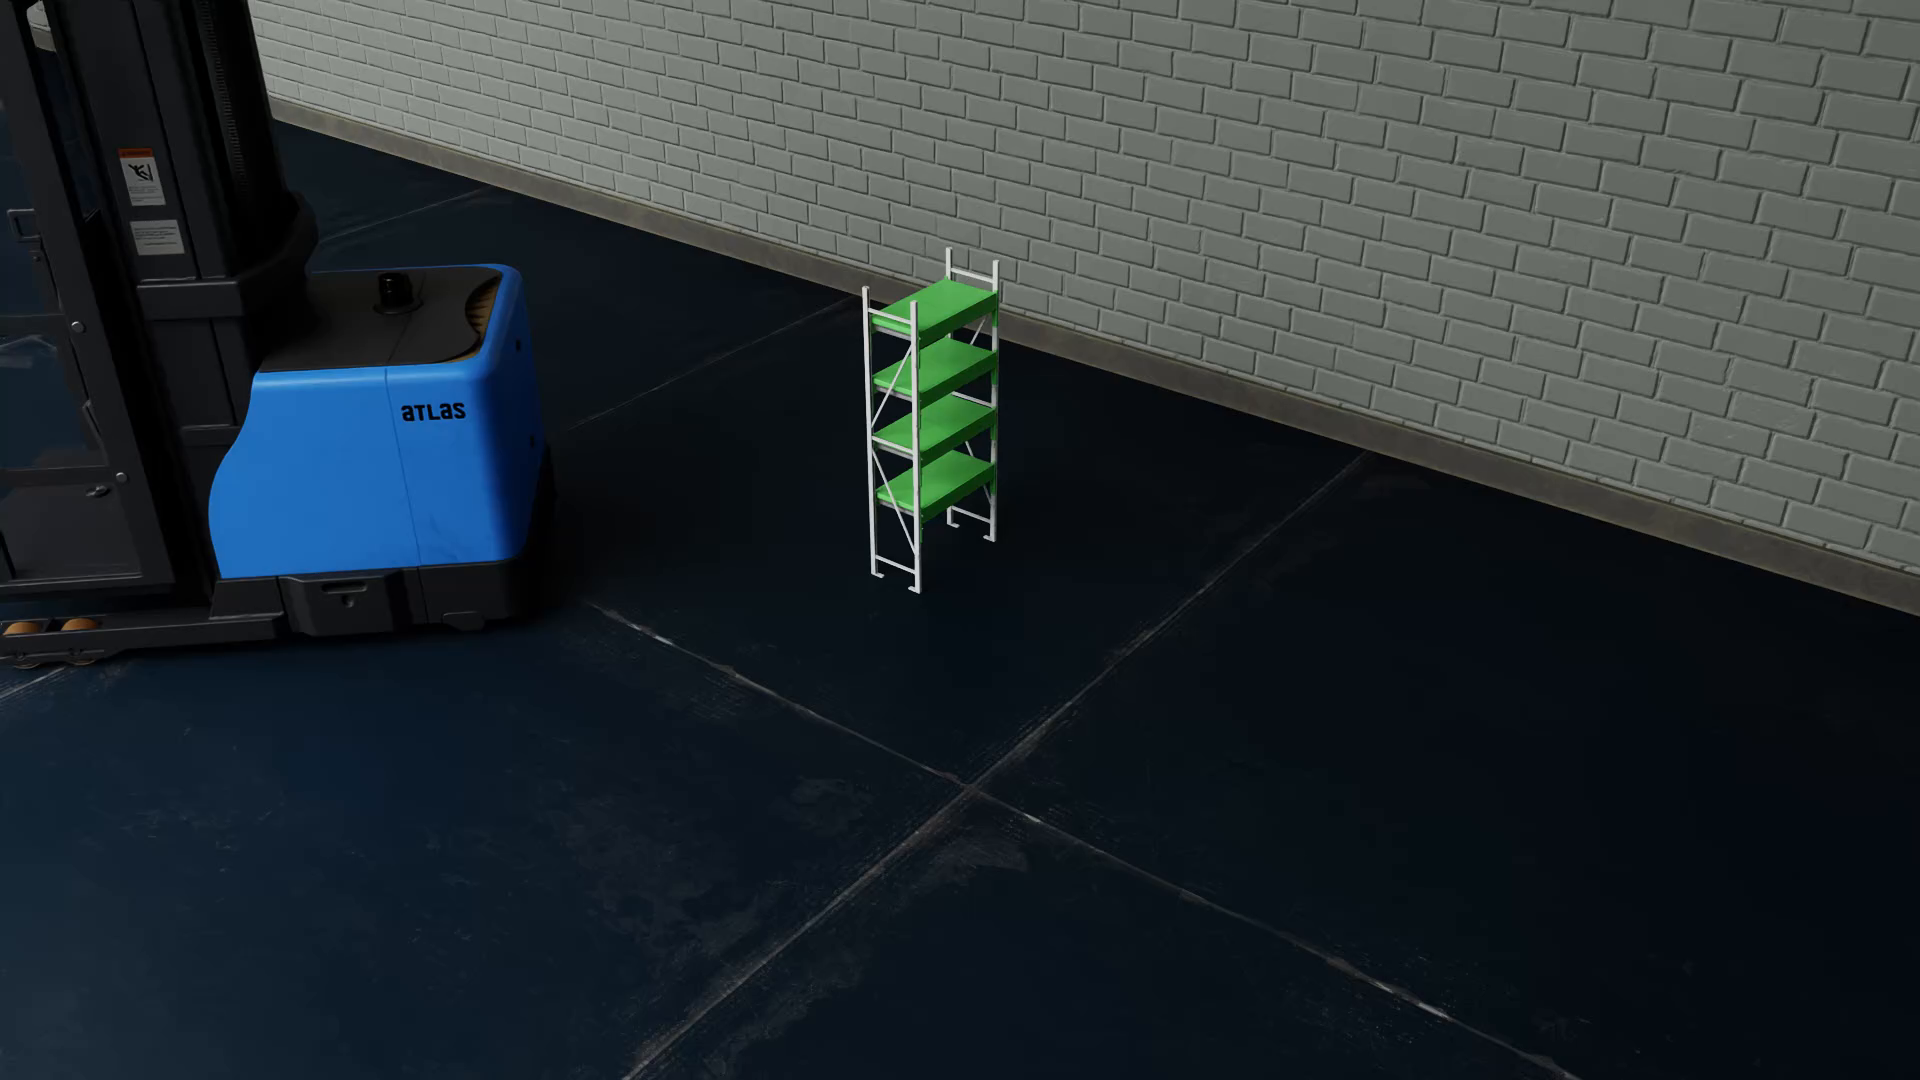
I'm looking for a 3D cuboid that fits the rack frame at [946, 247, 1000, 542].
[{"bbox_3d":[0.047,-0.548,6.498,0.240,1.200,0.015,21,37,31],"label":"rack frame"}]

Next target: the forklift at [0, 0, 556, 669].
[{"bbox_3d":[-3.137,-1.085,5.706,3.031,2.935,1.130,-4,31,-6],"label":"forklift"}]

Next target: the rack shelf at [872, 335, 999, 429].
[{"bbox_3d":[-0.100,-0.600,6.241,0.258,0.148,0.480,21,37,31],"label":"rack shelf"}]

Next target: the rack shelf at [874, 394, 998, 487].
[{"bbox_3d":[-0.100,-0.394,6.363,0.258,0.148,0.480,21,37,31],"label":"rack shelf"}]

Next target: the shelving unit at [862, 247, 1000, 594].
[{"bbox_3d":[-0.100,-0.449,6.331,0.258,1.200,0.503,21,37,31],"label":"shelving unit"}]

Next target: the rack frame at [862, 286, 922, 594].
[{"bbox_3d":[-0.247,-0.350,6.163,0.240,1.200,0.015,21,37,31],"label":"rack frame"}]

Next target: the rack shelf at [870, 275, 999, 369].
[{"bbox_3d":[-0.100,-0.807,6.118,0.258,0.148,0.480,21,37,31],"label":"rack shelf"}]

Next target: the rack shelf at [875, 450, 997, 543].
[{"bbox_3d":[-0.100,-0.187,6.486,0.258,0.148,0.480,21,37,31],"label":"rack shelf"}]
